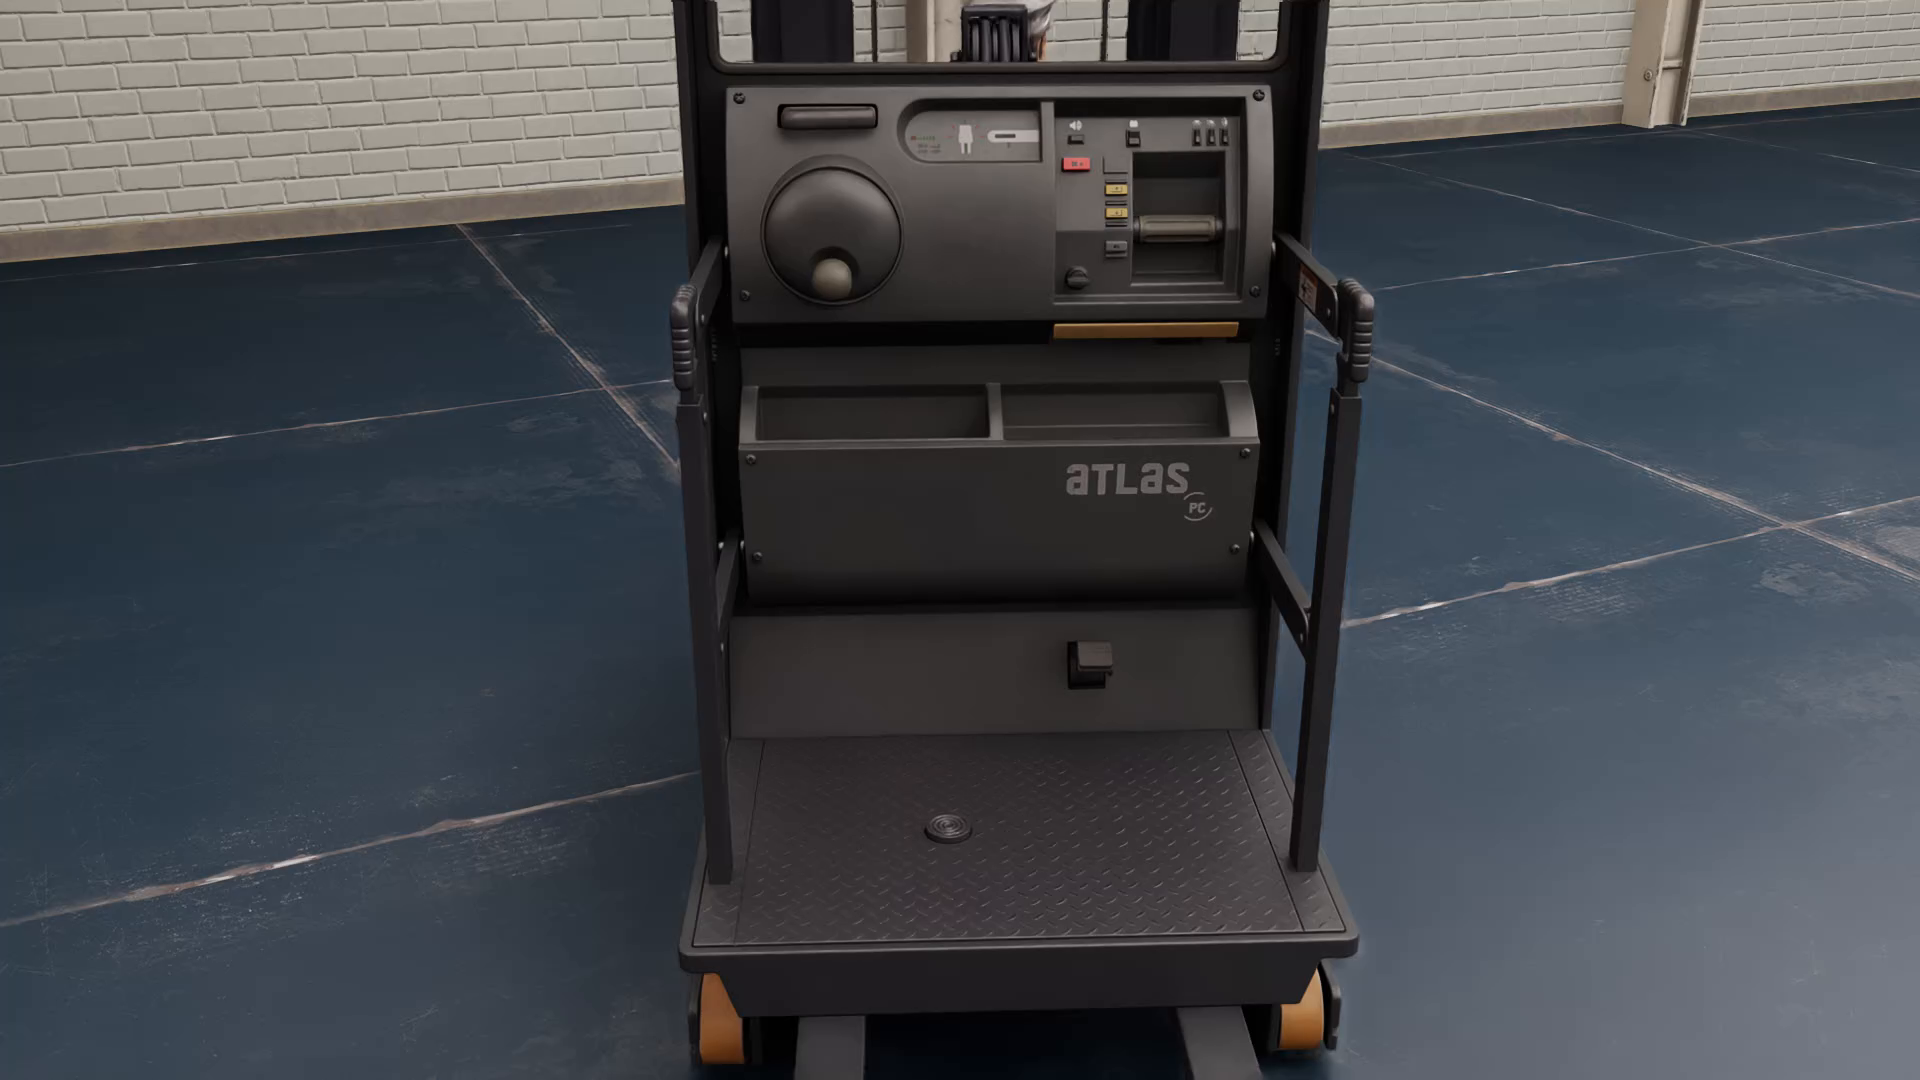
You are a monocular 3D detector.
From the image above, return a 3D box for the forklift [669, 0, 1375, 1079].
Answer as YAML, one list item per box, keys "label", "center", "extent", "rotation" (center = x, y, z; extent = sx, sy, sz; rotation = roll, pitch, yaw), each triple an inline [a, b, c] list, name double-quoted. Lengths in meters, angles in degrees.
- label: "forklift"
  center: [0.080, -0.563, 2.642]
  extent: [1.130, 2.935, 3.031]
  rotation: [-1, 23, -2]

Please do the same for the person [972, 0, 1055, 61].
- label: "person"
  center: [0.259, -0.809, 4.983]
  extent: [0.557, 1.622, 0.819]
  rotation: [-16, 27, -33]
